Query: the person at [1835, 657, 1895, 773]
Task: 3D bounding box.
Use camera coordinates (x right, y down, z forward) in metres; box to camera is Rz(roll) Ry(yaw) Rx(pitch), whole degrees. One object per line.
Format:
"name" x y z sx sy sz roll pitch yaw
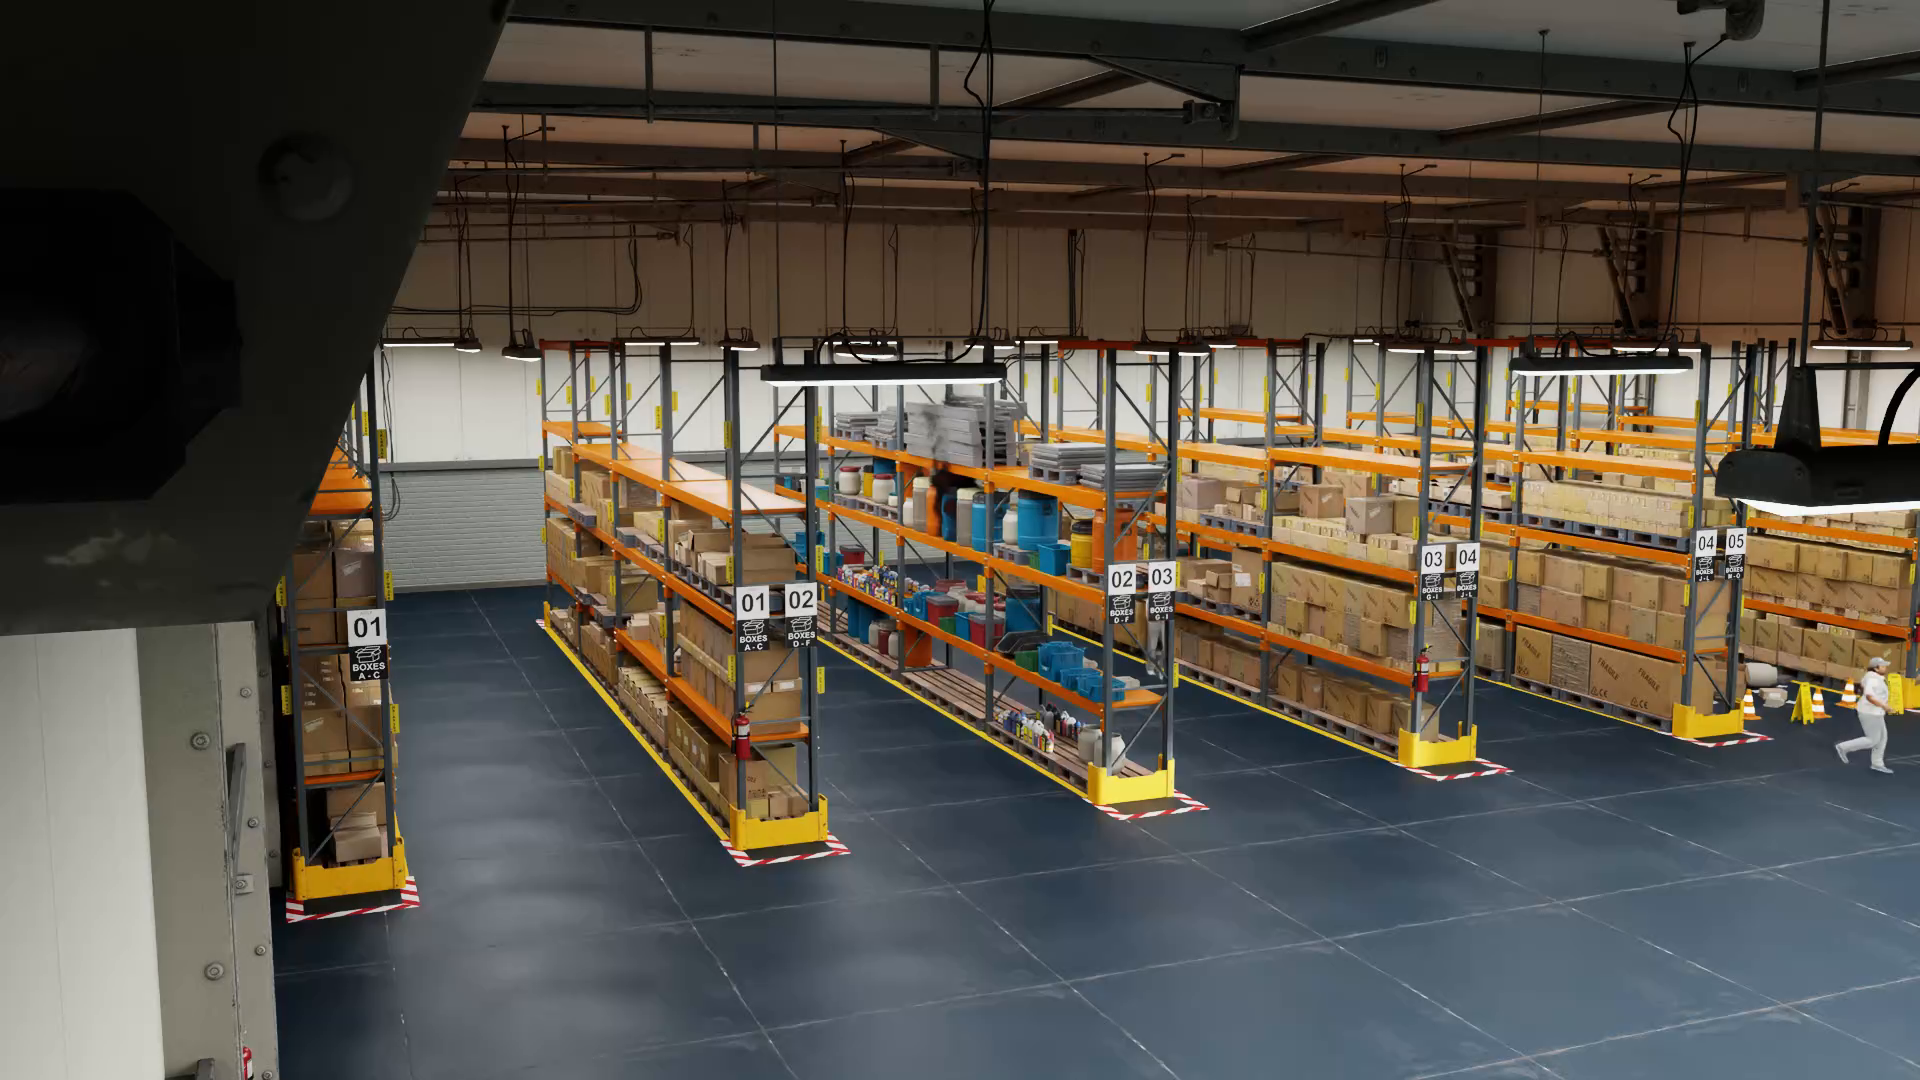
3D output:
"person" 12.887 2.471 23.623 0.766 1.664 0.614 3 8 25

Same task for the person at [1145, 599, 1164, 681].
"person" 3.419 1.562 28.411 0.584 1.709 0.662 -3 8 -21

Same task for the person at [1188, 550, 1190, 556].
"person" 4.722 1.044 34.039 0.626 1.777 1.146 -3 8 -20
